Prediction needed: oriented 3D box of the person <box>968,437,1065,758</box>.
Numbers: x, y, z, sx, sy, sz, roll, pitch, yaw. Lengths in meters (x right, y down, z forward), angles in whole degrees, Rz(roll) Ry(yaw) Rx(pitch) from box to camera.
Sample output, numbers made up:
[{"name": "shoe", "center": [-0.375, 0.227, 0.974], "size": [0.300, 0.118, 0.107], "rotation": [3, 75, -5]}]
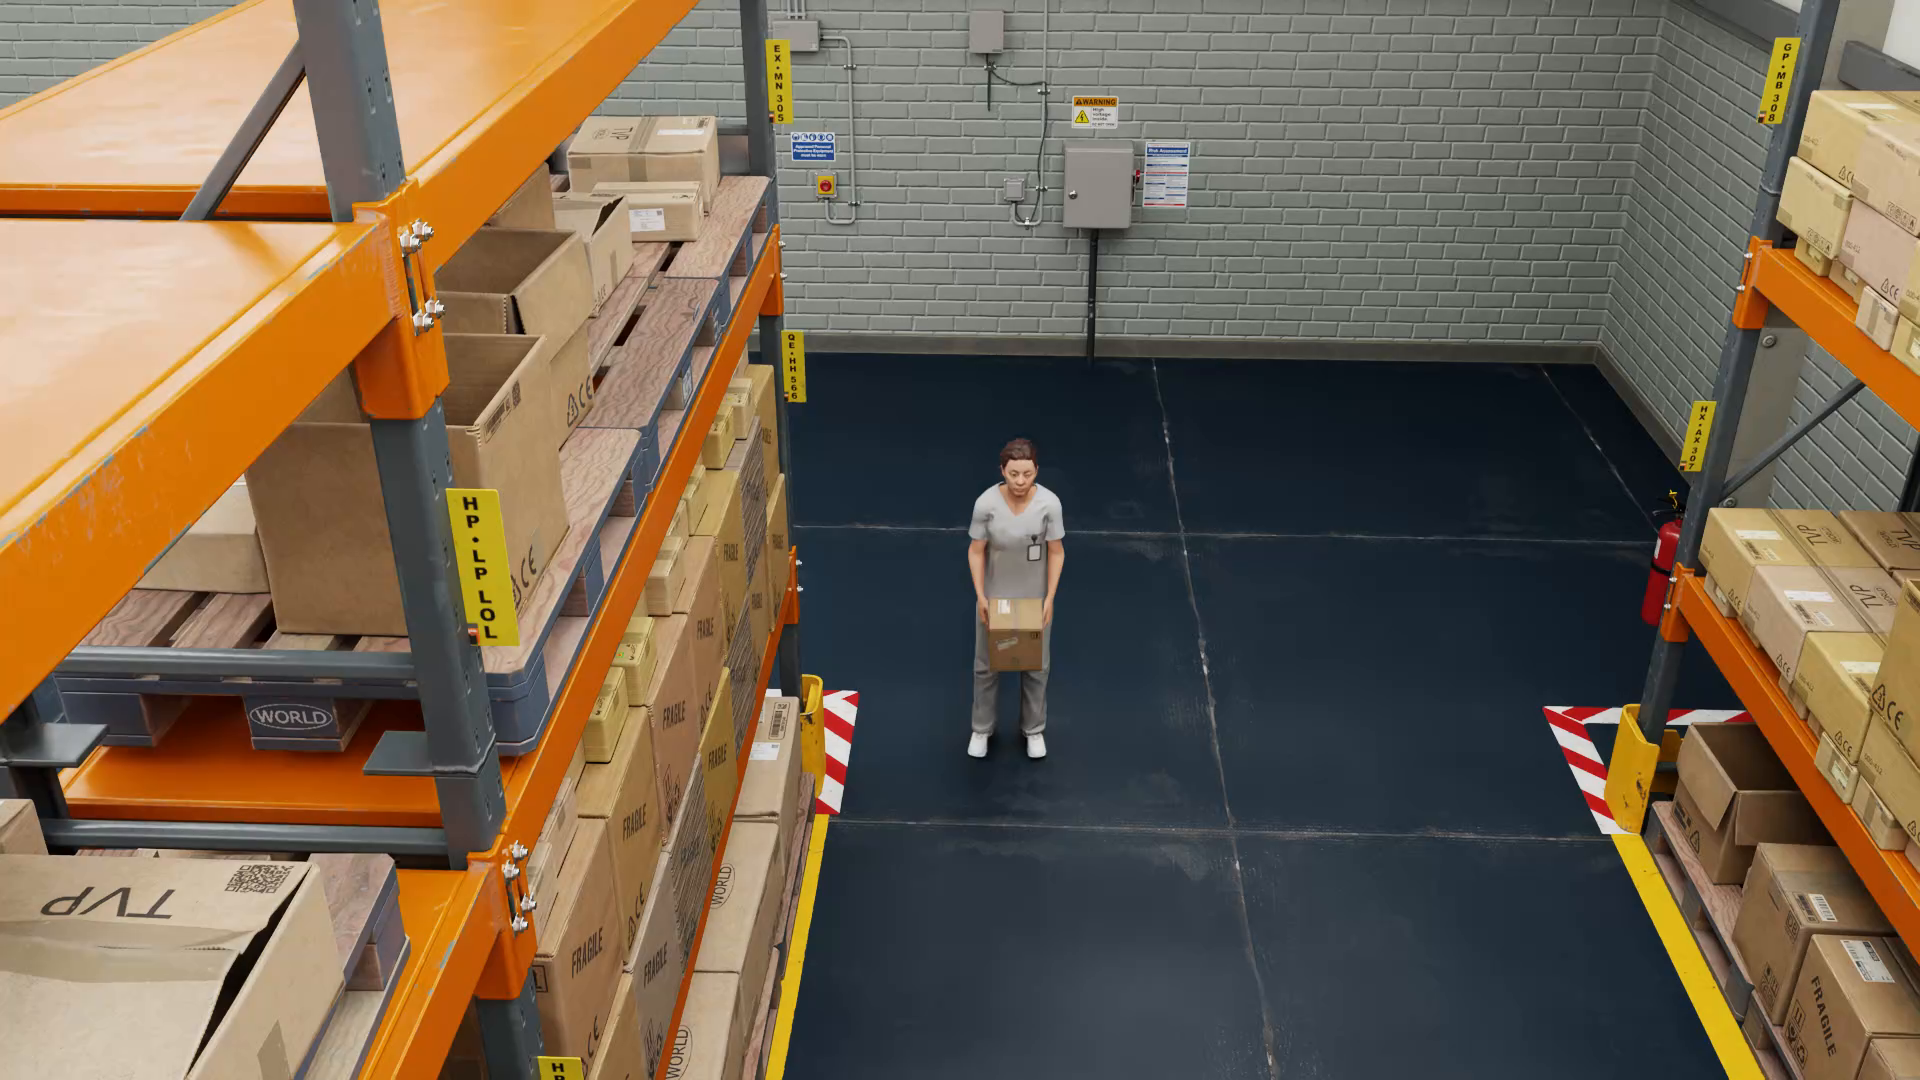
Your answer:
[{"name": "person", "center": [0.270, 0.292, 8.071], "size": [0.466, 1.676, 0.412], "rotation": [1, 28, 1]}]
